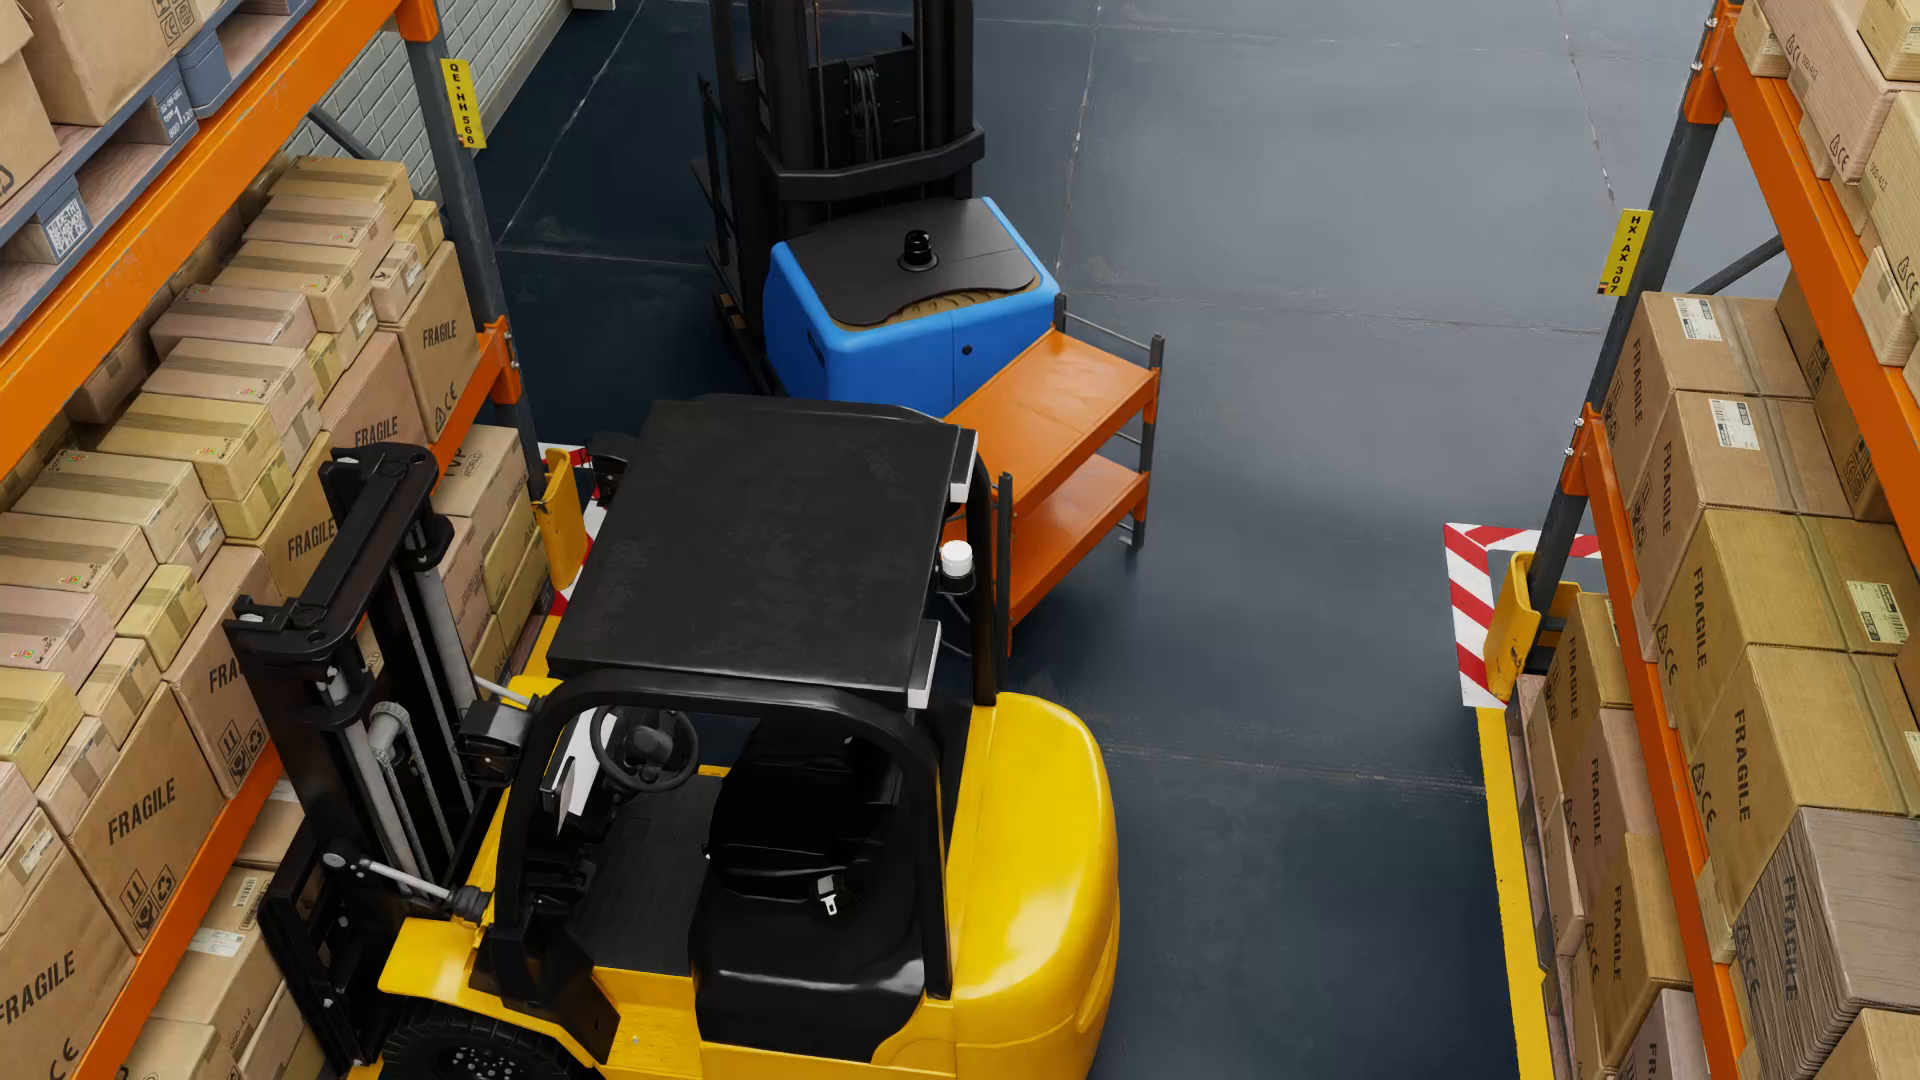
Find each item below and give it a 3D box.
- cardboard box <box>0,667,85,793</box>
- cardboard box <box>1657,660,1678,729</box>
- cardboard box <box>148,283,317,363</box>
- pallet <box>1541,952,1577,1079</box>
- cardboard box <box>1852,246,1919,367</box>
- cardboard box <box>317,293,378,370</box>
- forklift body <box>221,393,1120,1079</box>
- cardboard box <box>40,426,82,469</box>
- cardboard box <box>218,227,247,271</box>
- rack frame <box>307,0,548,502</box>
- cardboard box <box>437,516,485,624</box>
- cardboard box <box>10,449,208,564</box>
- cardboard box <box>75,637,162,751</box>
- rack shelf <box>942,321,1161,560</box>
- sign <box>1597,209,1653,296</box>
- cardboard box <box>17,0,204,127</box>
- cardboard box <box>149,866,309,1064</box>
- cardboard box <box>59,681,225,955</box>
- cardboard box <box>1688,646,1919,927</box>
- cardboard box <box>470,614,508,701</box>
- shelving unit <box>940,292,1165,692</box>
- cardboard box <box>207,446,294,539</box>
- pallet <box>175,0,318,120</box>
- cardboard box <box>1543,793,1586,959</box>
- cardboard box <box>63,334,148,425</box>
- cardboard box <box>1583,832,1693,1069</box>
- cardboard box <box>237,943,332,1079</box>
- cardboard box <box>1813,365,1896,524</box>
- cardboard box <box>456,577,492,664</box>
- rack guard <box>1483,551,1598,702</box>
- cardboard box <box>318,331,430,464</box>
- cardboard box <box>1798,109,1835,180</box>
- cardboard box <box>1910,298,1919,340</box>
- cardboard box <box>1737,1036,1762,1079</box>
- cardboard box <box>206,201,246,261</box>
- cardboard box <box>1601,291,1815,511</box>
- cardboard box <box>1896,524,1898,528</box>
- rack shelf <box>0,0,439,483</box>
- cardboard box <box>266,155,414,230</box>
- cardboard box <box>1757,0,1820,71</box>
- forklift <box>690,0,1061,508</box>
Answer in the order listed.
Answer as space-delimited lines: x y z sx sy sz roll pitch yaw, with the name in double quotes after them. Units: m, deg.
-2.291 0.429 3.854 0.380 0.149 0.250 5 44 5 "cardboard box"
2.244 0.427 4.800 0.380 0.149 0.250 6 44 7 "cardboard box"
-2.166 -0.622 4.965 0.380 0.149 0.250 5 44 6 "cardboard box"
2.393 1.872 5.119 1.003 0.211 1.213 5 44 6 "pallet"
2.177 -0.492 3.589 0.380 0.149 0.250 6 44 6 "cardboard box"
-2.079 -0.682 5.244 0.380 0.149 0.250 6 44 6 "cardboard box"
-0.654 0.746 4.898 2.313 2.155 1.214 5 44 6 "forklift body"
-2.754 -0.215 4.751 0.380 0.149 0.250 7 44 7 "cardboard box"
-2.483 -0.911 5.485 0.380 0.149 0.250 5 44 6 "cardboard box"
-2.211 -1.020 6.146 1.000 3.000 0.127 5 44 6 "rack frame"
-2.025 0.153 5.874 0.500 0.250 0.500 6 44 6 "cardboard box"
-2.247 -0.091 4.404 0.380 0.149 0.250 6 44 6 "cardboard box"
-2.239 0.371 4.132 0.380 0.149 0.250 4 44 4 "cardboard box"
0.282 -0.407 6.436 0.538 0.278 1.000 27 50 26 "rack shelf"
2.172 -0.935 5.426 0.100 0.325 0.005 5 44 6 "sign"
-2.263 -1.322 3.832 0.700 0.500 0.500 5 44 6 "cardboard box"
-2.233 1.200 4.768 0.500 0.250 0.500 7 44 7 "cardboard box"
-2.304 0.689 4.268 0.500 0.500 0.500 5 44 5 "cardboard box"
2.181 0.630 4.114 0.500 0.500 0.500 4 44 5 "cardboard box"
-2.035 0.513 6.221 0.500 0.250 0.500 5 44 6 "cardboard box"
0.282 -0.194 6.637 0.538 1.125 1.048 27 50 26 "shelving unit"
-2.125 -0.154 4.686 0.380 0.149 0.250 6 44 6 "cardboard box"
-2.330 -1.598 4.639 1.003 0.211 1.213 5 44 6 "pallet"
2.254 1.146 5.552 0.500 0.250 0.500 7 44 7 "cardboard box"
-2.614 -0.485 4.820 0.380 0.149 0.250 7 44 7 "cardboard box"
2.187 1.241 4.907 0.500 0.500 0.500 6 44 6 "cardboard box"
-2.228 1.384 4.938 0.500 0.250 0.500 5 44 5 "cardboard box"
2.784 -0.367 4.439 0.700 0.500 0.500 6 44 6 "cardboard box"
-2.043 0.345 6.035 0.500 0.250 0.500 5 44 5 "cardboard box"
2.699 0.388 6.477 1.175 0.500 0.348 5 44 6 "rack guard"
-2.094 -0.345 5.360 0.500 0.500 0.500 7 44 7 "cardboard box"
2.329 -1.009 4.135 0.380 0.149 0.250 6 44 7 "cardboard box"
2.172 -0.352 3.151 0.500 0.250 0.500 6 44 6 "cardboard box"
2.052 1.306 3.872 0.380 0.149 0.250 5 44 5 "cardboard box"
-2.565 -1.015 5.380 0.380 0.149 0.250 7 44 7 "cardboard box"
2.372 -0.418 5.221 0.500 0.500 0.500 5 44 5 "cardboard box"
2.840 0.020 4.758 0.500 0.500 0.500 5 44 6 "cardboard box"
-2.476 -0.485 3.922 1.077 0.370 4.000 5 44 6 "rack shelf"
-2.050 -1.137 5.508 0.380 0.149 0.250 5 44 6 "cardboard box"
2.379 -1.396 4.254 0.500 0.250 0.500 5 44 5 "cardboard box"
-0.595 -2.122 7.359 1.130 2.935 3.031 -16 46 -16 "forklift"
